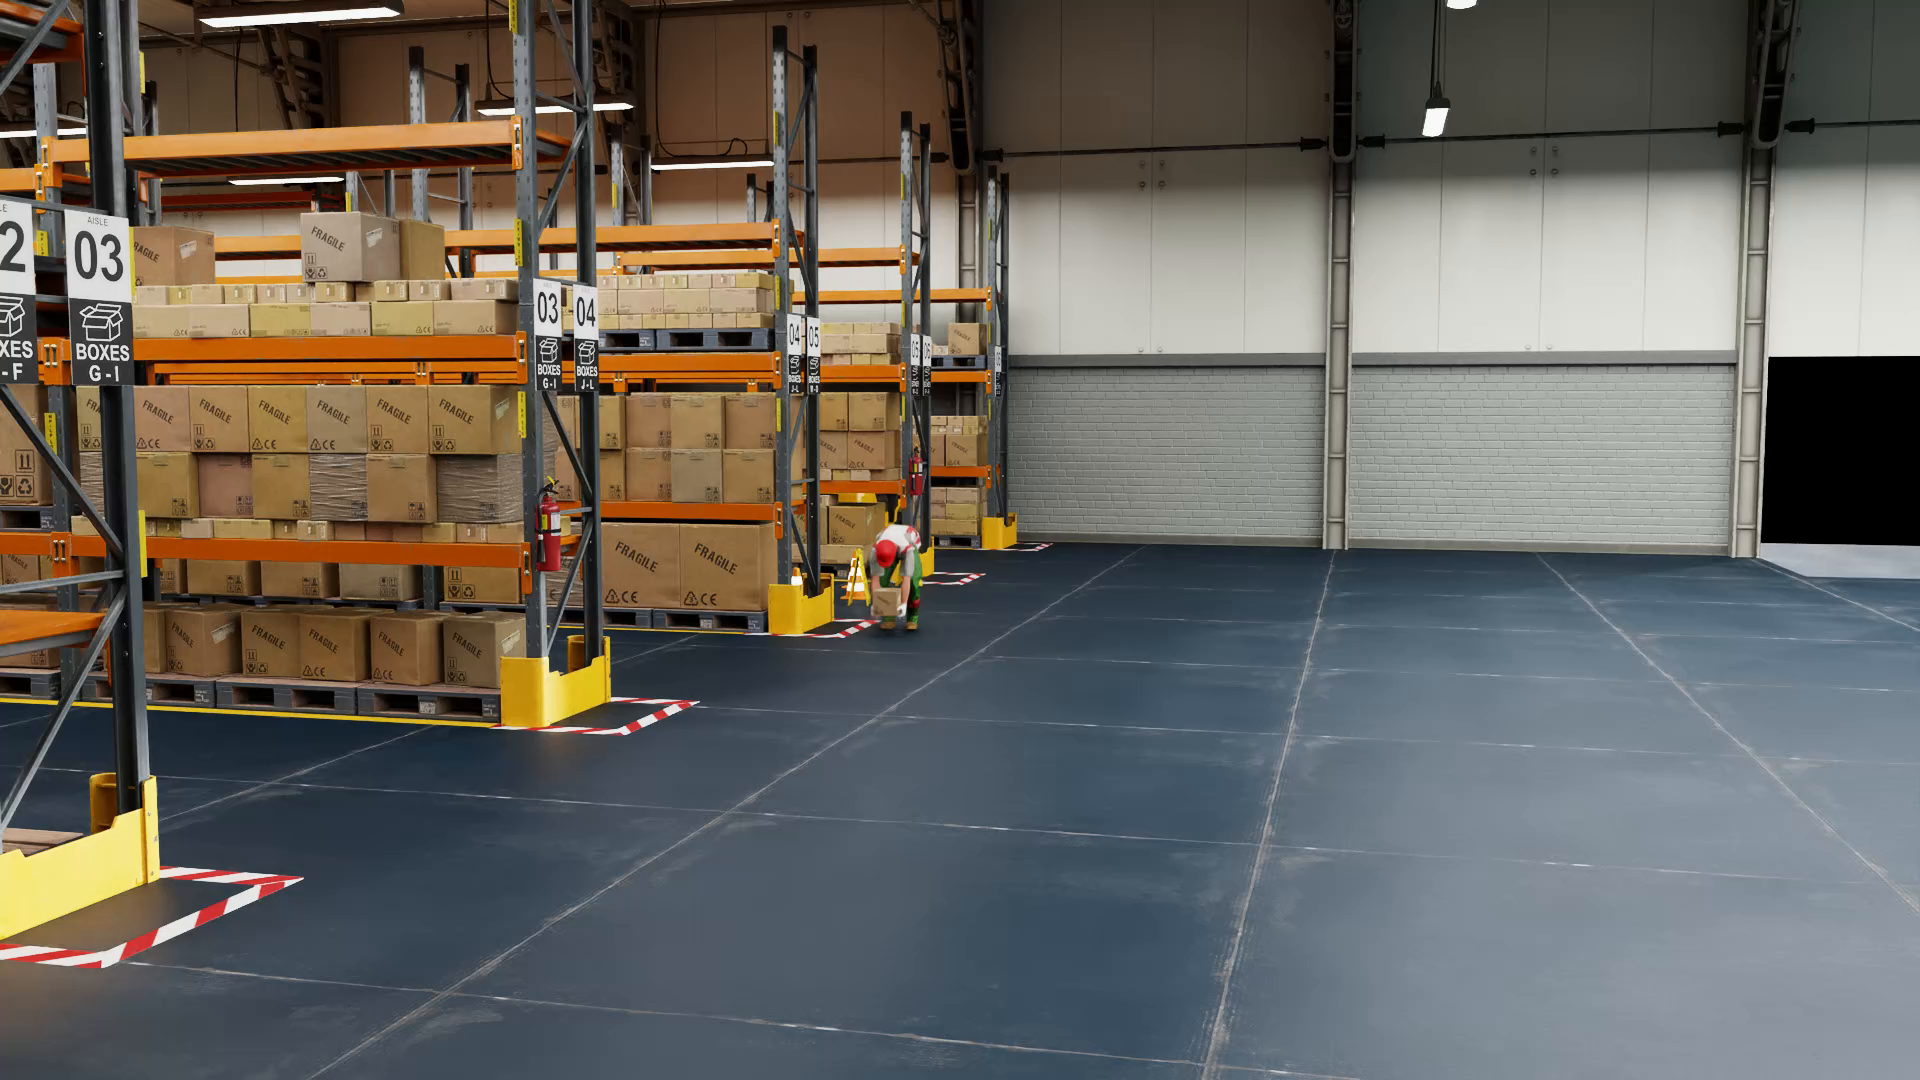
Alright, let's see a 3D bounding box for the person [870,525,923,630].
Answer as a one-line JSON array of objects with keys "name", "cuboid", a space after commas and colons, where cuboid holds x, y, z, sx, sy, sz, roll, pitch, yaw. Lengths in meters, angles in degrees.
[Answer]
[{"name": "person", "cuboid": [-0.663, 0.398, 16.824, 0.514, 1.072, 0.964, 1, 5, 11]}]
